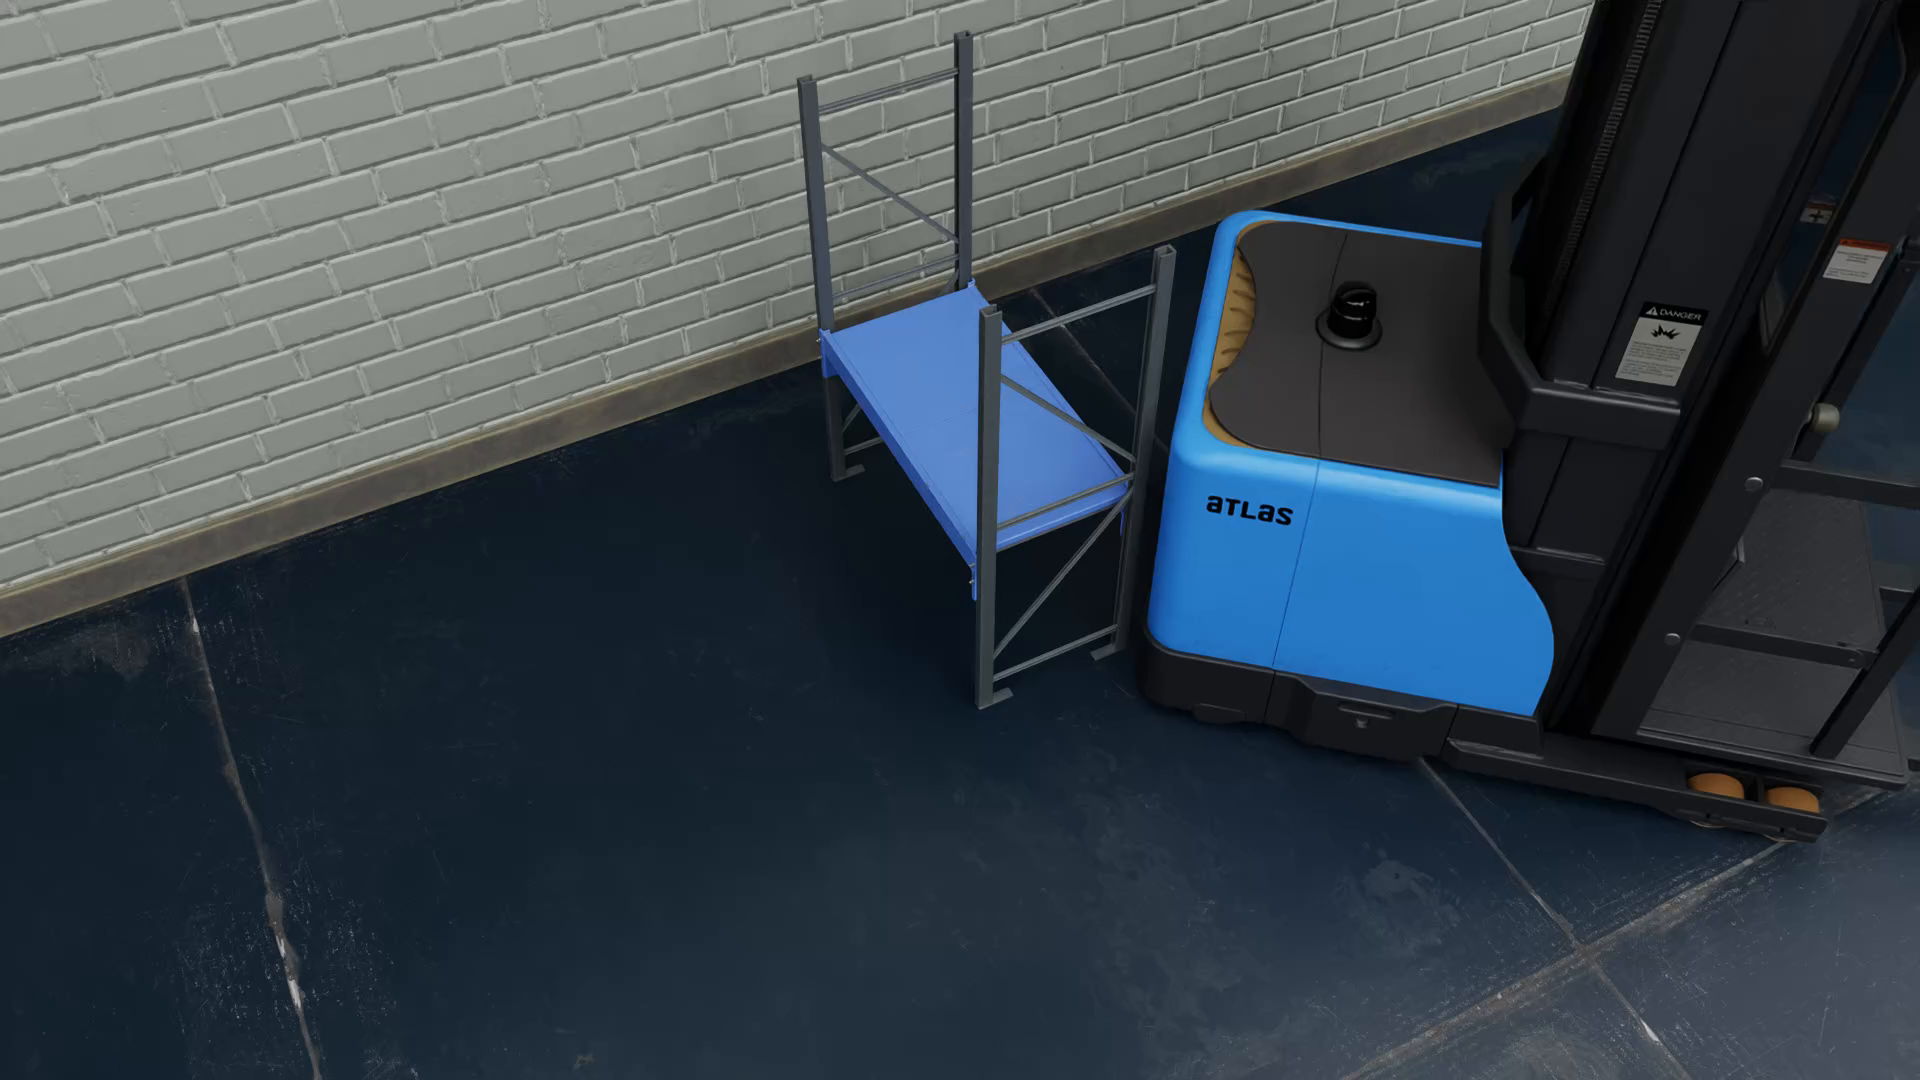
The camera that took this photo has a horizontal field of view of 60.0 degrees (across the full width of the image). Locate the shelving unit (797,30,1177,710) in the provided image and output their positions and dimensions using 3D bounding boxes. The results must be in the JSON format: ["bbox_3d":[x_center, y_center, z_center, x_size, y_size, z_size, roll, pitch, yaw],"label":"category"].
[{"bbox_3d":[0.039,-0.437,4.636,0.538,1.500,1.048,-21,52,-18],"label":"shelving unit"}]

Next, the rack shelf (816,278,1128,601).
[{"bbox_3d":[0.039,-0.318,4.771,0.538,0.185,1.000,-21,52,-18],"label":"rack shelf"}]

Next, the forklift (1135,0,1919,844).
[{"bbox_3d":[2.081,-0.586,3.815,3.031,2.935,1.130,10,50,9],"label":"forklift"}]

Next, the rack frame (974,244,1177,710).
[{"bbox_3d":[0.272,-0.096,4.338,0.500,1.500,0.032,-21,52,-18],"label":"rack frame"}]

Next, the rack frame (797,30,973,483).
[{"bbox_3d":[-0.194,-0.777,4.933,0.500,1.500,0.032,-21,52,-18],"label":"rack frame"}]
